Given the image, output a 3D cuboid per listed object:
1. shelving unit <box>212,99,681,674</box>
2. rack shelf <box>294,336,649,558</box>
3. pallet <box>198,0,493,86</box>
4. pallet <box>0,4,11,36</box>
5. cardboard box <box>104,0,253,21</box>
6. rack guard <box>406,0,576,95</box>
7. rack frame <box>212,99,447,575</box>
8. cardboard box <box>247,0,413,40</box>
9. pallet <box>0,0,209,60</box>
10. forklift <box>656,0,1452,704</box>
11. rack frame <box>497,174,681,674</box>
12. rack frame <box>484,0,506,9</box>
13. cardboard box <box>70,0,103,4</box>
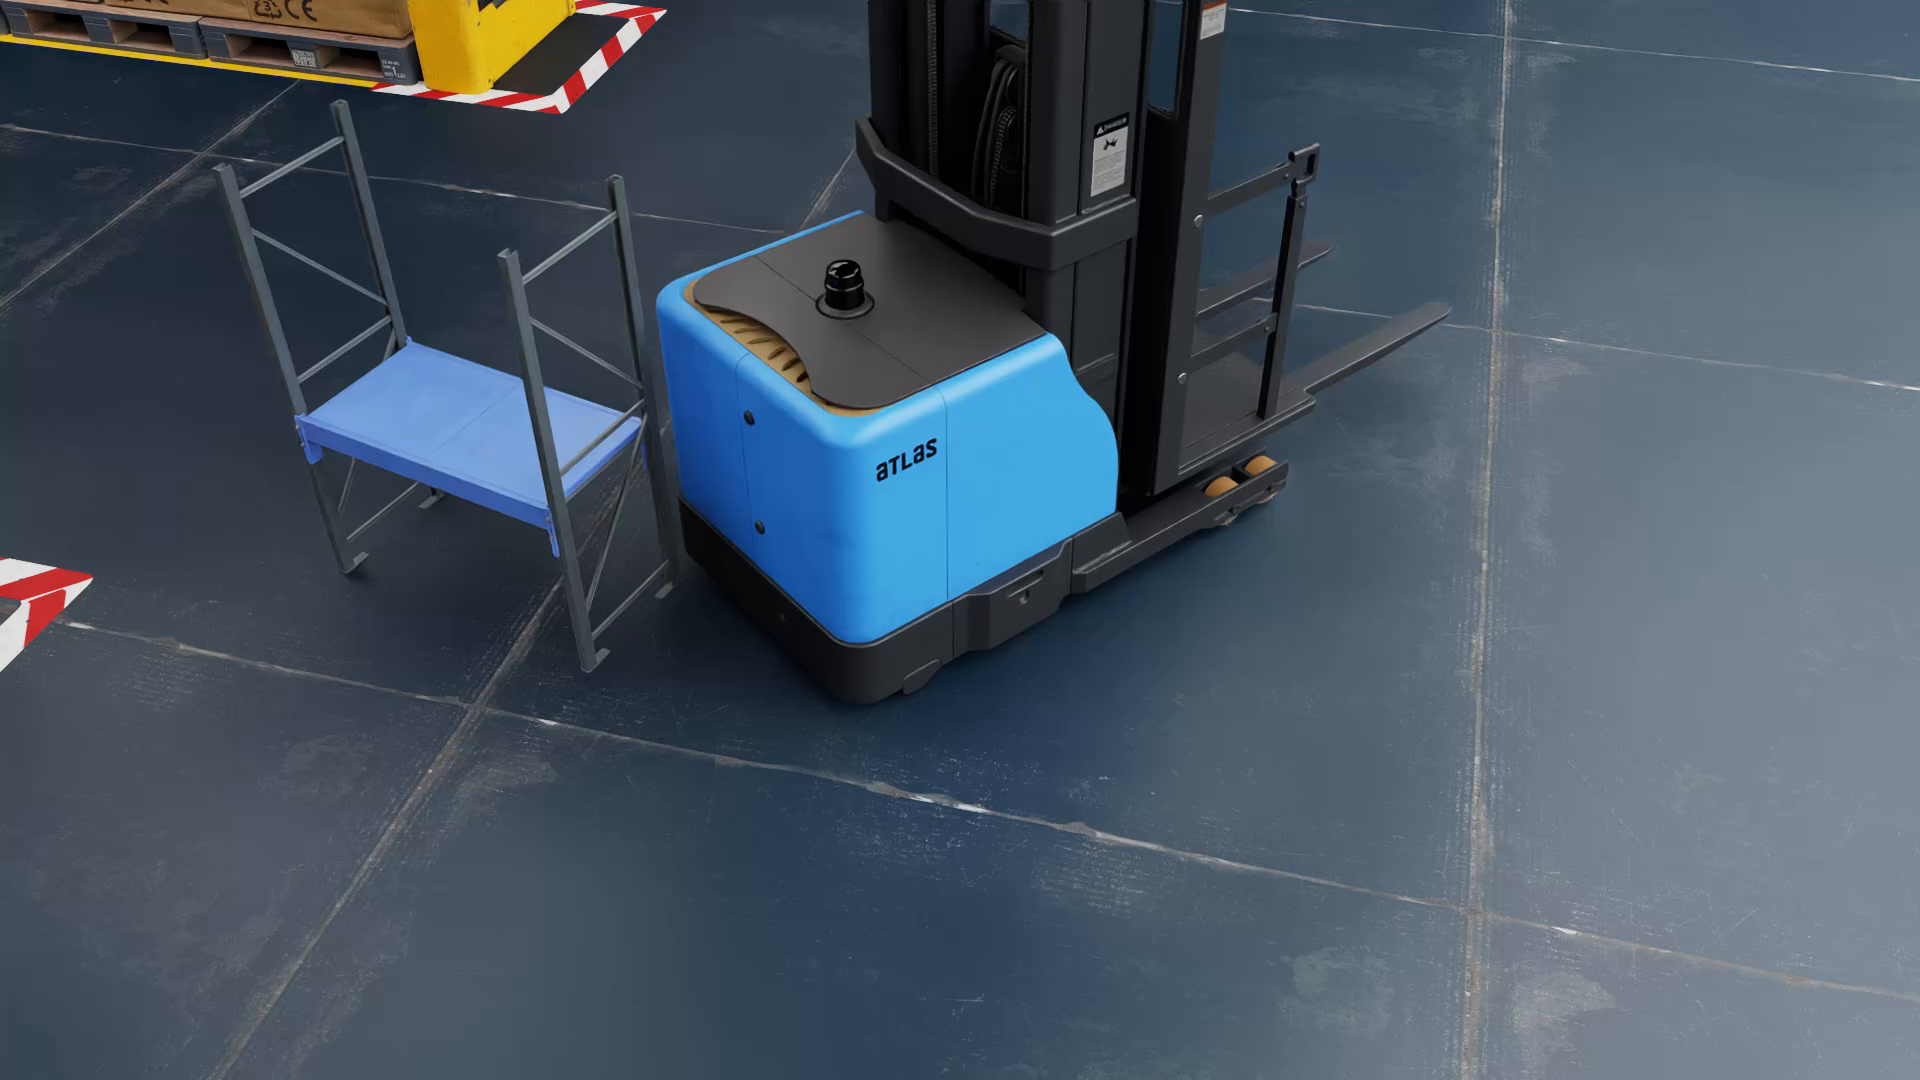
[{"bbox_3d":[-1.516,-0.451,5.120,1.048,1.500,0.538,19,44,21],"label":"shelving unit"},{"bbox_3d":[-1.516,-0.313,5.236,1.000,0.185,0.538,19,44,21],"label":"rack shelf"},{"bbox_3d":[-3.256,-2.810,8.932,1.213,0.211,1.003,10,41,11],"label":"pallet"},{"bbox_3d":[-5.613,-3.216,9.415,1.213,0.211,1.003,10,41,11],"label":"pallet"},{"bbox_3d":[-3.986,-3.358,8.741,0.875,0.875,0.875,9,41,11],"label":"cardboard box"},{"bbox_3d":[-2.440,-2.833,8.734,0.348,0.500,1.175,10,41,11],"label":"rack guard"},{"bbox_3d":[-1.966,-0.603,5.302,0.032,1.500,0.500,19,44,21],"label":"rack frame"},{"bbox_3d":[-3.135,-3.213,8.569,0.875,0.875,0.875,10,41,12],"label":"cardboard box"},{"bbox_3d":[-4.431,-3.015,9.175,1.213,0.211,1.003,10,41,11],"label":"pallet"},{"bbox_3d":[0.534,-1.414,5.155,3.031,2.935,1.130,-27,47,-29],"label":"forklift"},{"bbox_3d":[-1.066,-0.298,4.939,0.032,1.500,0.500,19,44,21],"label":"rack frame"},{"bbox_3d":[-2.463,-3.794,7.935,0.127,3.000,1.000,10,41,11],"label":"rack frame"},{"bbox_3d":[-4.866,-3.511,8.923,0.875,0.875,0.875,10,41,12],"label":"cardboard box"}]
